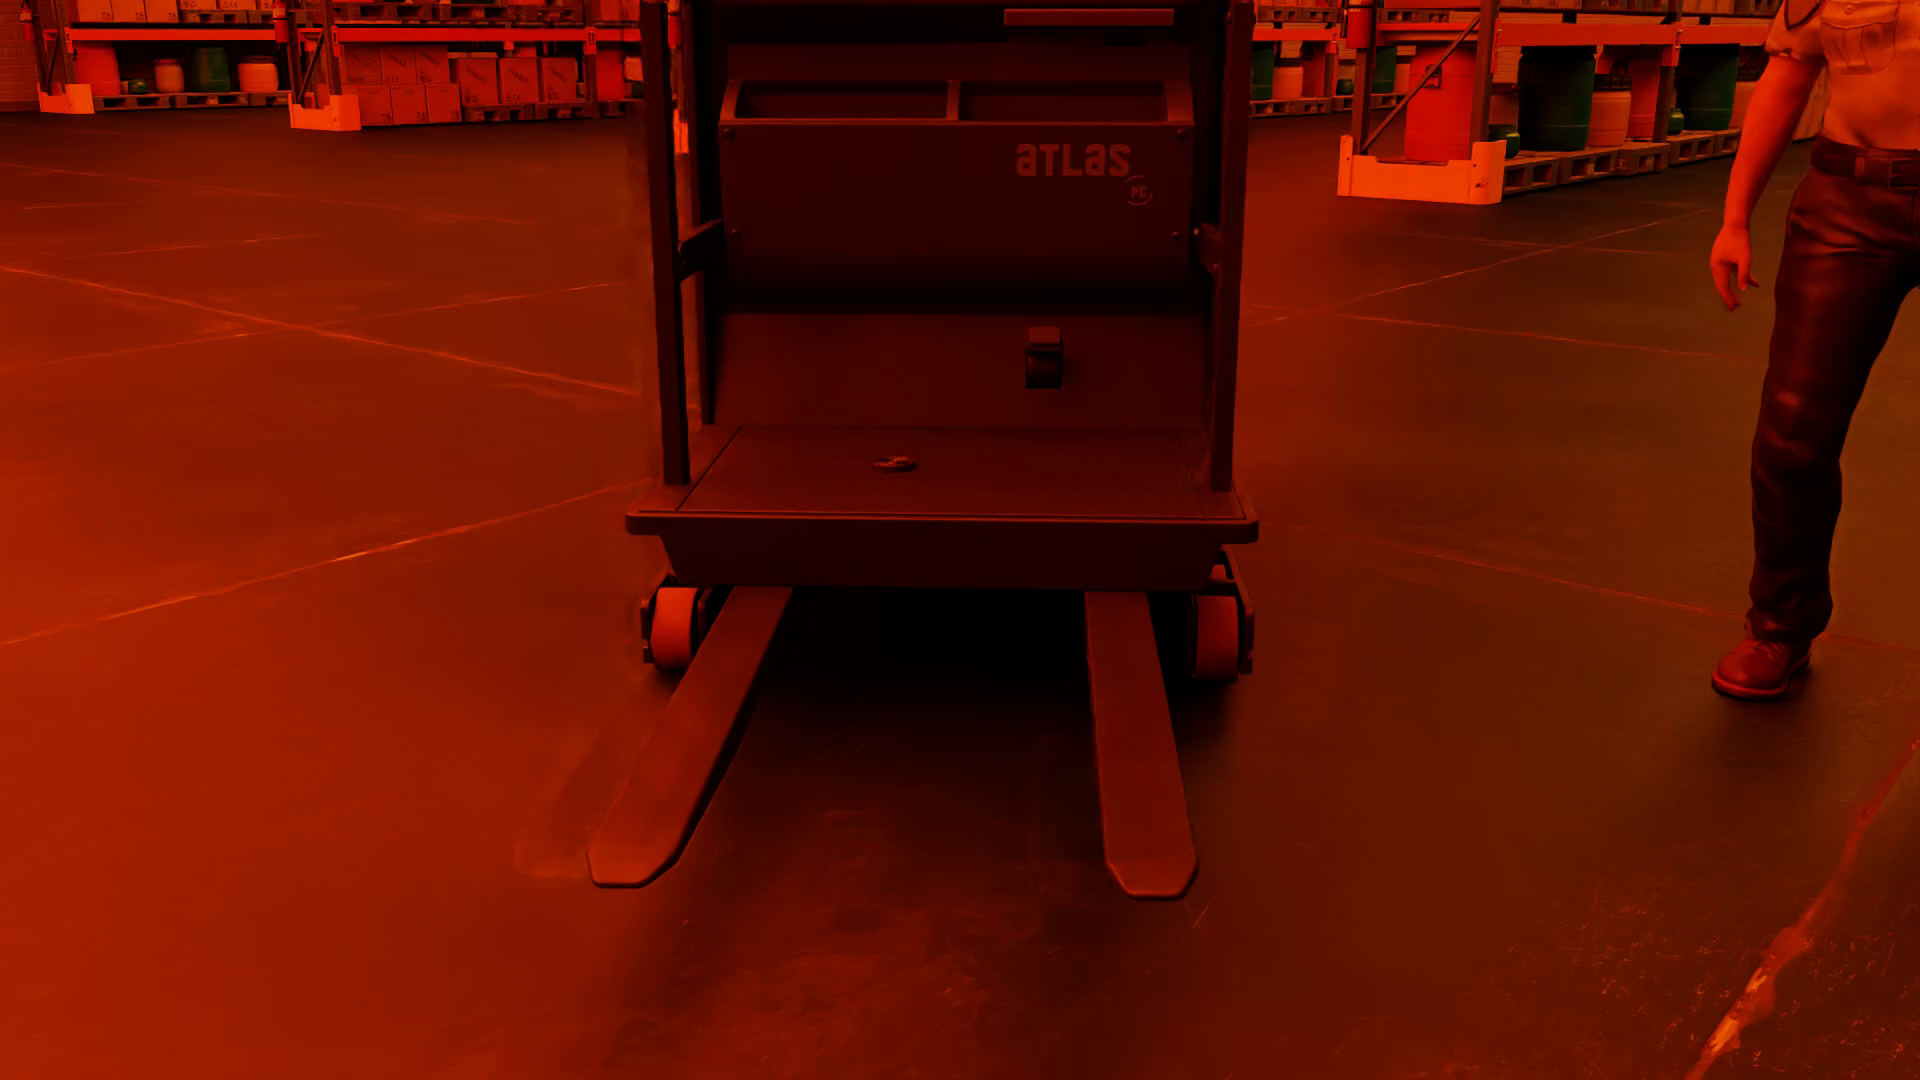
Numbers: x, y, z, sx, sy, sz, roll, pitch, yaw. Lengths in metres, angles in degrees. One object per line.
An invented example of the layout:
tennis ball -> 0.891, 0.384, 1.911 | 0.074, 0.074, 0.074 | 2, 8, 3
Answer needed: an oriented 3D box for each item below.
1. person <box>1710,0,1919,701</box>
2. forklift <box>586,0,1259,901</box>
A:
person -> 1.613, -0.497, 2.772 | 0.675, 1.634, 0.394 | 11, 20, 32
forklift -> -0.014, -1.234, 2.962 | 1.130, 2.935, 3.031 | 1, 17, 3
